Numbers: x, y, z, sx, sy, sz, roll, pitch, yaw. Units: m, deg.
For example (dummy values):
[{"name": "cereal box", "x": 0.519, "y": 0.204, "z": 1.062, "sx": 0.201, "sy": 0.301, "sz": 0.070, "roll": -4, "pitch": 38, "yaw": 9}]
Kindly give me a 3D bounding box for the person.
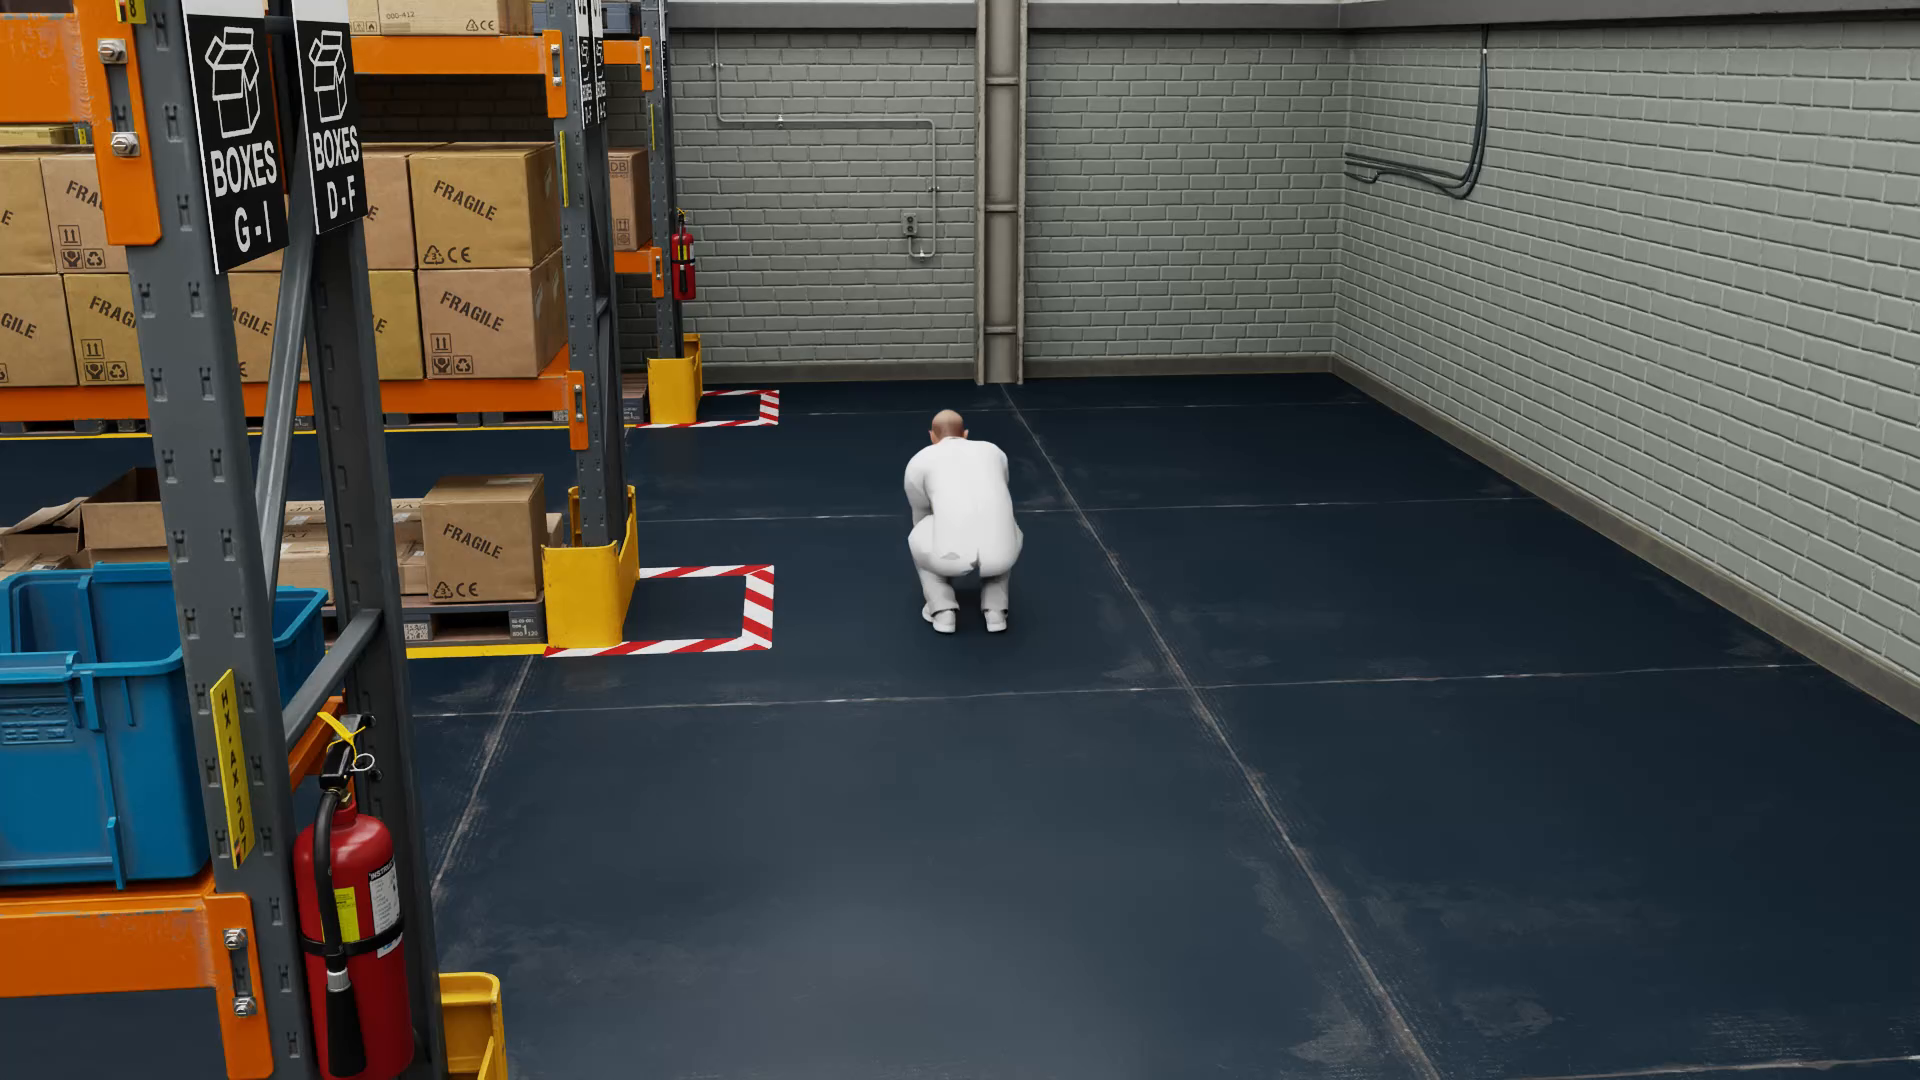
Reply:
[{"name": "person", "x": 0.023, "y": -0.112, "z": 8.320, "sx": 0.575, "sy": 1.003, "sz": 0.912, "roll": -2, "pitch": 17, "yaw": -7}]
